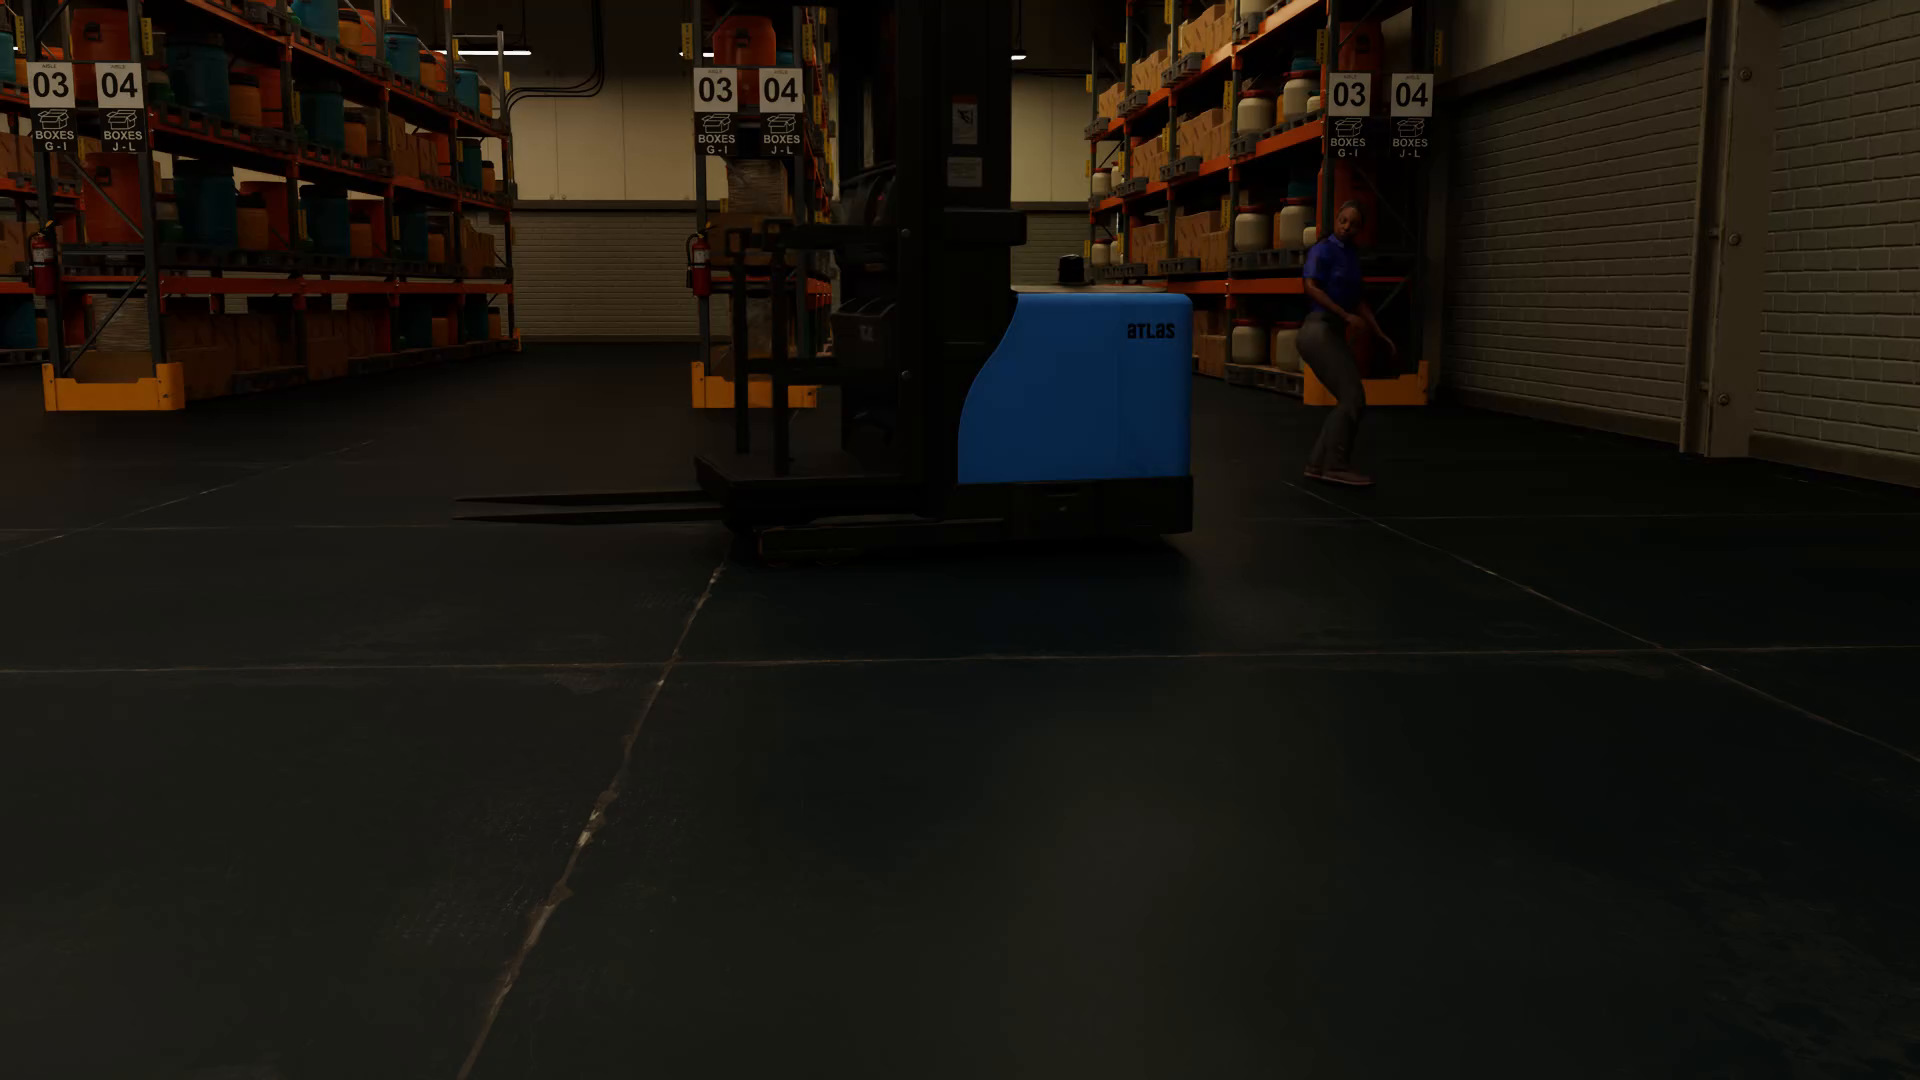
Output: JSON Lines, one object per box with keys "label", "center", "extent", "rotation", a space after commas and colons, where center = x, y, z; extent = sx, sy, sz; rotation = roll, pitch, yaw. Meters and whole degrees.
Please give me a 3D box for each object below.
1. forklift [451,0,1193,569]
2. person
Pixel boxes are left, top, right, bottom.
{"label": "forklift", "center": [-0.586, -1.423, 6.914], "extent": [3.031, 2.935, 1.130], "rotation": [-2, 9, -16]}
{"label": "person", "center": [2.173, -1.111, 9.425], "extent": [0.471, 1.609, 0.678], "rotation": [5, 10, 29]}
